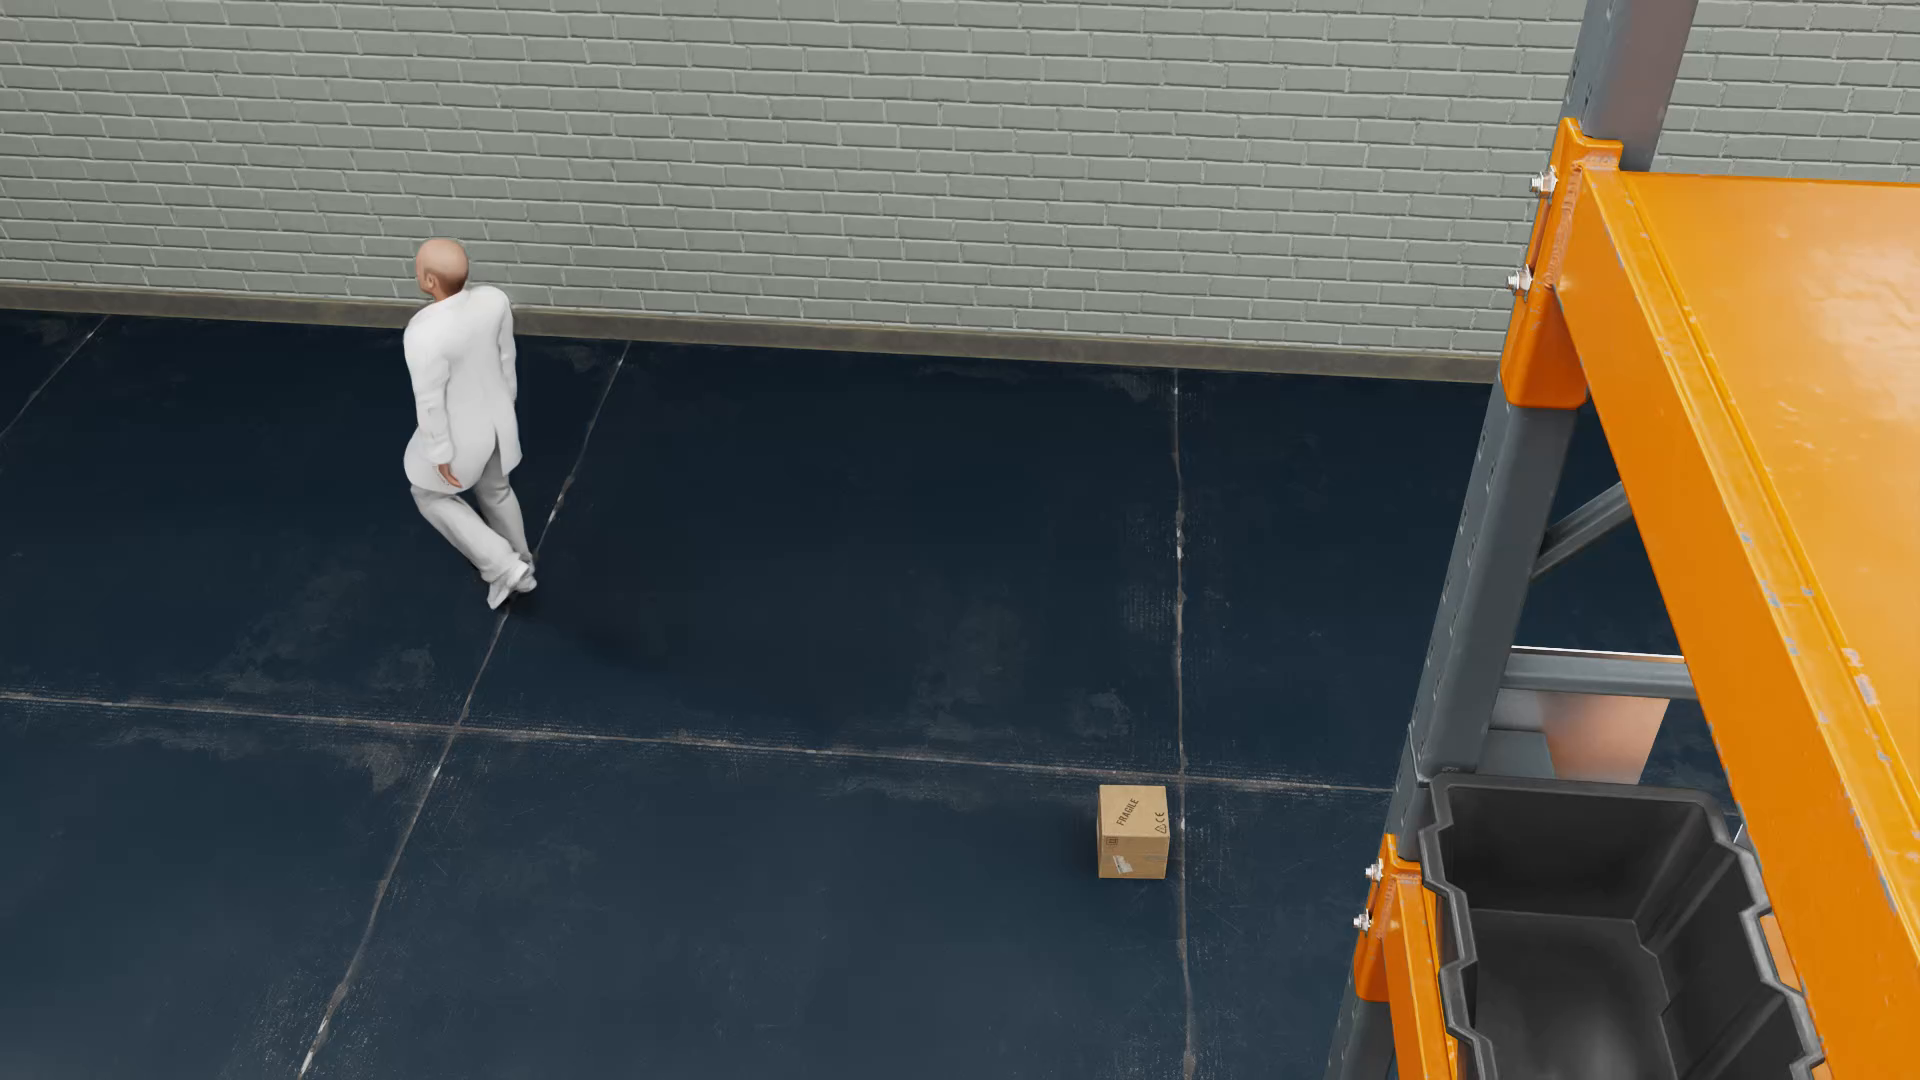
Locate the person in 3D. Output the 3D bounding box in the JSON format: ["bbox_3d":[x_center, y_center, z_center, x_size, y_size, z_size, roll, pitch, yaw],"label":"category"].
[{"bbox_3d":[-2.061,-0.473,7.002,0.529,1.785,0.577,22,44,24],"label":"person"}]
